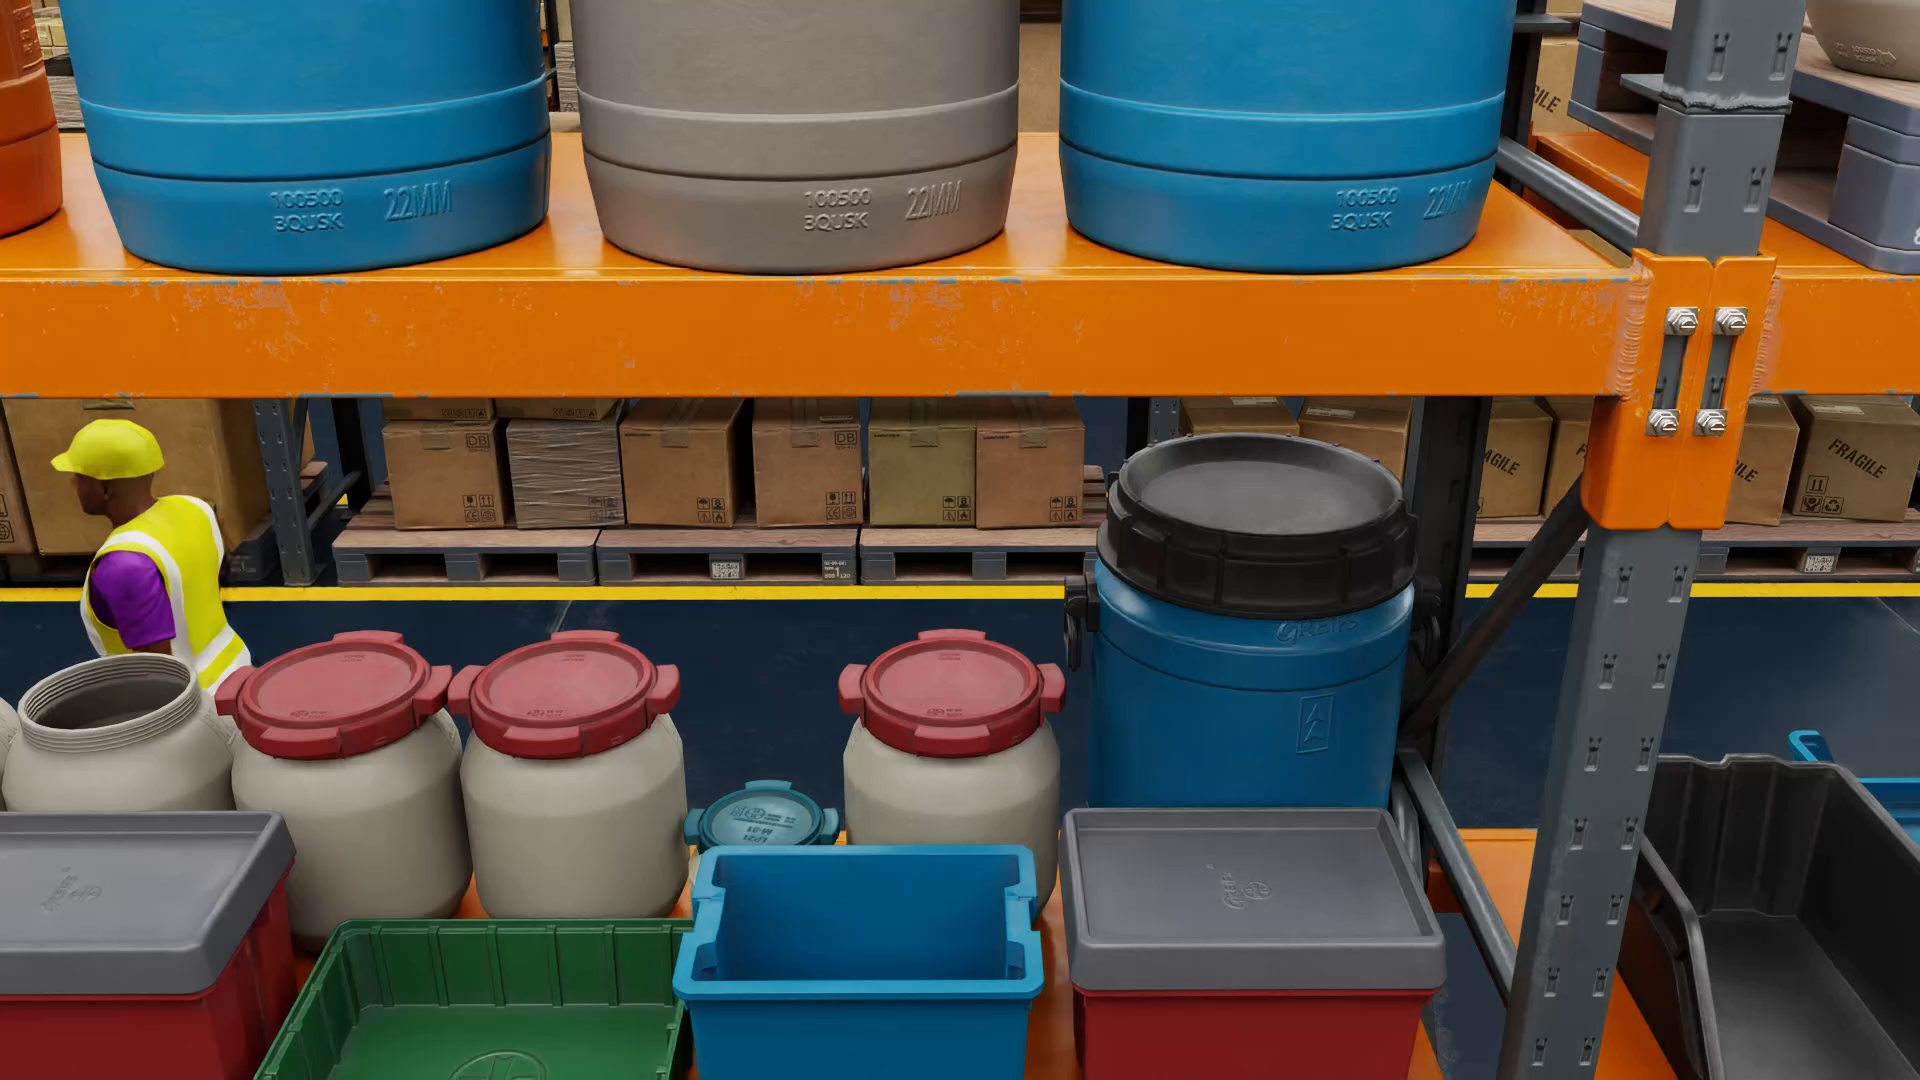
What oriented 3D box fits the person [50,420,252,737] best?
[{"bbox_3d":[-2.318,0.484,4.956,0.530,1.772,0.614,1,24,2],"label":"person"}]
